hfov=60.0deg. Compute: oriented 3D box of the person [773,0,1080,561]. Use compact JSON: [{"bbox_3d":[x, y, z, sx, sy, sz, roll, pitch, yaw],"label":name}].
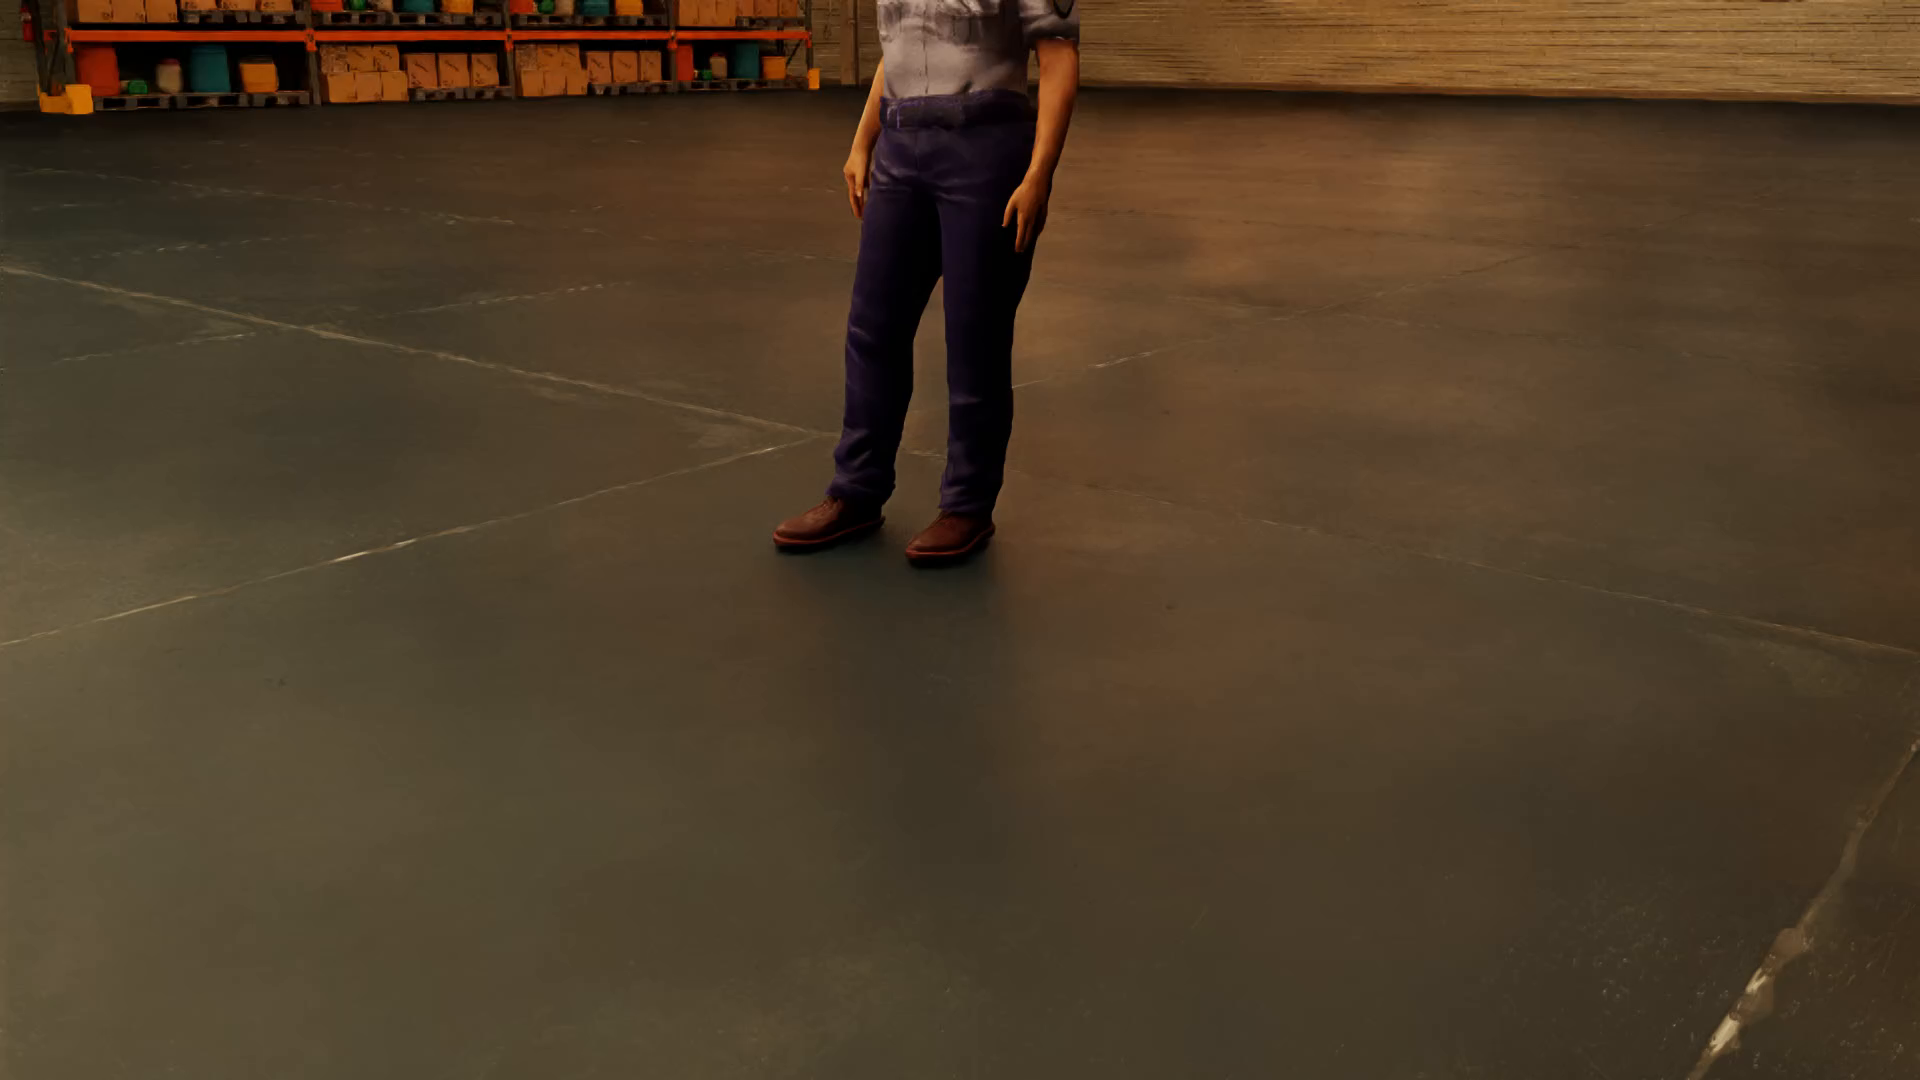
[{"bbox_3d":[-0.075,-0.779,3.648,0.599,1.650,0.502,13,21,37],"label":"person"}]
